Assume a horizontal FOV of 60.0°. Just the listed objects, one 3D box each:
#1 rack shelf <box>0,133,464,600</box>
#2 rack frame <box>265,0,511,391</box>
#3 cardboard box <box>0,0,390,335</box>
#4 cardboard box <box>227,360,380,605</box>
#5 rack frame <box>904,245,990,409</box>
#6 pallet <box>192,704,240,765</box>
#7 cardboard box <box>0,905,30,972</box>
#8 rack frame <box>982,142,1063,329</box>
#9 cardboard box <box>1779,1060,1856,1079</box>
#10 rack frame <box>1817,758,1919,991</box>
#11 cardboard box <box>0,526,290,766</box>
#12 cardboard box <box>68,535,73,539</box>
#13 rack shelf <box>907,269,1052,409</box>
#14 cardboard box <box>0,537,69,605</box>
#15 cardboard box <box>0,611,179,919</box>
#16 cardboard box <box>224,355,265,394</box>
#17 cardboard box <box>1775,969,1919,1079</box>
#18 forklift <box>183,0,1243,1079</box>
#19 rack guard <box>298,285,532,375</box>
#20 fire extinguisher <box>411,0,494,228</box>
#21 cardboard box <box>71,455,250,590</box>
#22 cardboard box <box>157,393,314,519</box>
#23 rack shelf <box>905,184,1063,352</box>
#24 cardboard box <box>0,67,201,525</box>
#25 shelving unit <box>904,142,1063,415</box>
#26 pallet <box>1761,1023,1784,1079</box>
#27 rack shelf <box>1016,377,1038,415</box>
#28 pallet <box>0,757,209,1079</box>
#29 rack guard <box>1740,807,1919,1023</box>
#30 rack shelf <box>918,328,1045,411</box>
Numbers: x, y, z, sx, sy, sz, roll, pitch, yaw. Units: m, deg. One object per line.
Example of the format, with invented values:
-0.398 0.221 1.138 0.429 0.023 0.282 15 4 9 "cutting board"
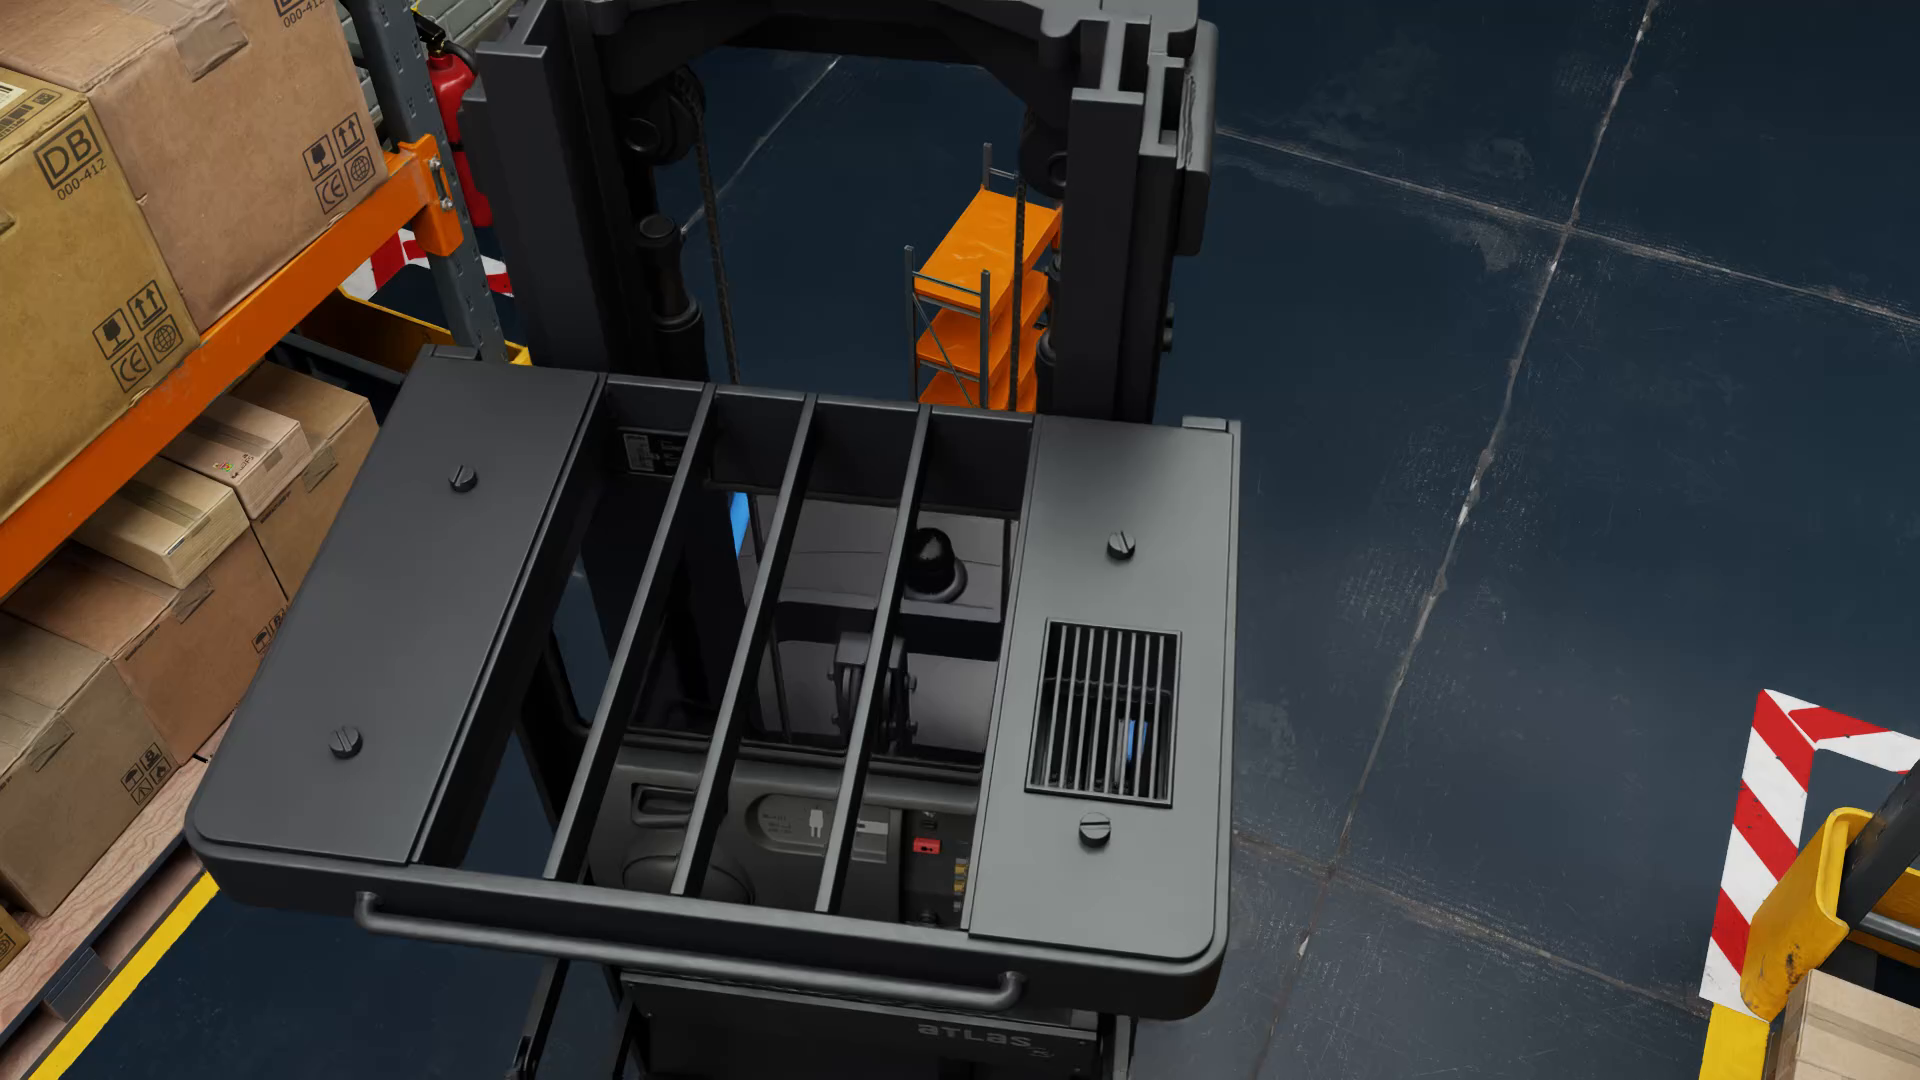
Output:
-2.724 0.242 3.547 1.077 0.370 4.000 20 52 16 "rack shelf"
-1.869 -1.368 4.445 1.000 3.000 0.127 20 52 16 "rack frame"
-2.078 -1.111 4.029 0.980 0.700 0.700 22 53 18 "cardboard box"
-2.078 -0.180 4.799 0.700 0.500 0.500 20 52 16 "cardboard box"
-0.034 -0.335 4.747 0.240 1.200 0.015 20 52 16 "rack frame"
-2.140 0.111 5.017 1.003 0.211 1.213 20 52 16 "pallet"
-2.727 0.881 3.897 0.700 0.500 0.500 21 53 17 "cardboard box"
0.175 -0.671 5.033 0.240 1.200 0.015 20 52 16 "rack frame"
2.015 1.365 3.690 0.380 0.166 0.250 20 52 16 "cardboard box"
2.611 0.241 3.076 1.000 3.000 0.127 20 52 16 "rack frame"
-2.291 0.165 4.506 0.700 0.500 0.500 20 52 16 "cardboard box"
-2.421 -0.192 4.384 0.380 0.149 0.250 20 52 16 "cardboard box"
0.071 -0.604 4.771 0.258 0.148 0.480 20 52 16 "rack shelf"
-2.528 -0.020 4.237 0.380 0.149 0.250 20 53 16 "cardboard box"
-2.506 0.511 4.211 0.700 0.500 0.500 18 52 15 "cardboard box"
-2.205 -0.541 4.681 0.380 0.149 0.250 20 53 16 "cardboard box"
2.122 1.199 3.844 0.380 0.149 0.250 20 52 16 "cardboard box"
-0.217 0.690 2.738 1.130 2.935 3.031 6 50 5 "forklift"
-1.859 -0.575 5.411 1.175 0.500 0.348 20 52 16 "rack guard"
-1.387 -1.176 4.577 0.296 0.674 0.183 20 52 16 "fire extinguisher"
-2.076 -0.066 4.276 0.380 0.149 0.250 21 53 17 "cardboard box"
-1.968 -0.242 4.426 0.380 0.149 0.250 19 52 16 "cardboard box"
0.071 -0.757 4.591 0.258 0.148 0.480 20 52 16 "rack shelf"
-2.379 -0.607 3.600 0.980 0.700 0.700 19 52 16 "cardboard box"
0.071 -0.503 4.890 0.258 1.200 0.503 20 52 16 "shelving unit"
2.239 1.746 3.626 1.003 0.211 1.213 20 52 16 "pallet"
0.071 -0.331 5.092 0.258 0.148 0.480 20 52 16 "rack shelf"
-2.662 0.948 4.305 1.003 0.211 1.213 20 52 16 "pallet"
2.579 1.103 3.983 1.175 0.500 0.348 20 52 16 "rack guard"
0.071 -0.459 4.941 0.258 0.148 0.480 20 52 16 "rack shelf"
